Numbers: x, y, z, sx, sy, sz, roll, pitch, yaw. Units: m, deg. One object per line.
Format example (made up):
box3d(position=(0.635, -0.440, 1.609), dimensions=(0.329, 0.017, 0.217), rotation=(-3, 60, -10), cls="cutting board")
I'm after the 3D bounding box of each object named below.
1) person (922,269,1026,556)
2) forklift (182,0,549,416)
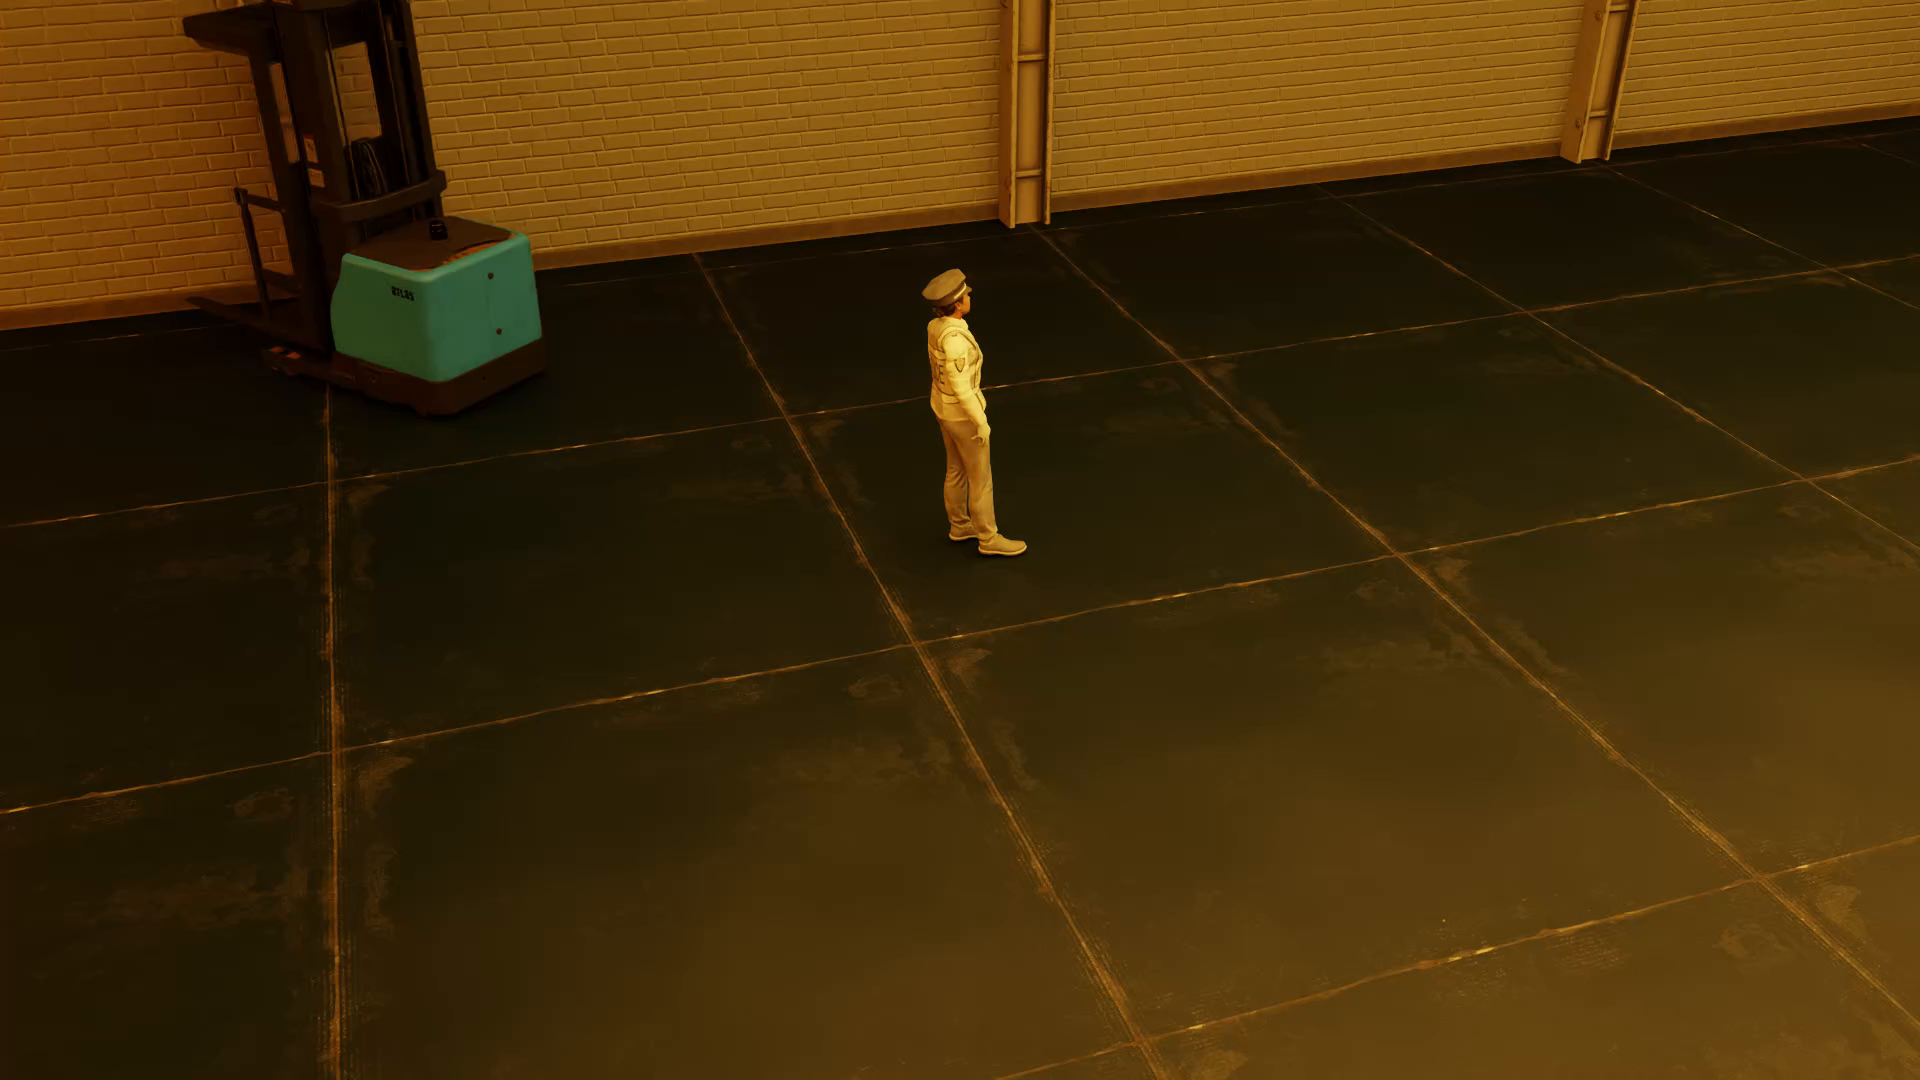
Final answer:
box3d(position=(0.068, -0.748, 9.613), dimensions=(0.530, 1.694, 0.587), rotation=(-10, 31, -16), cls="person")
box3d(position=(-4.504, -2.667, 11.722), dimensions=(3.031, 2.935, 1.130), rotation=(18, 34, 28), cls="forklift")
